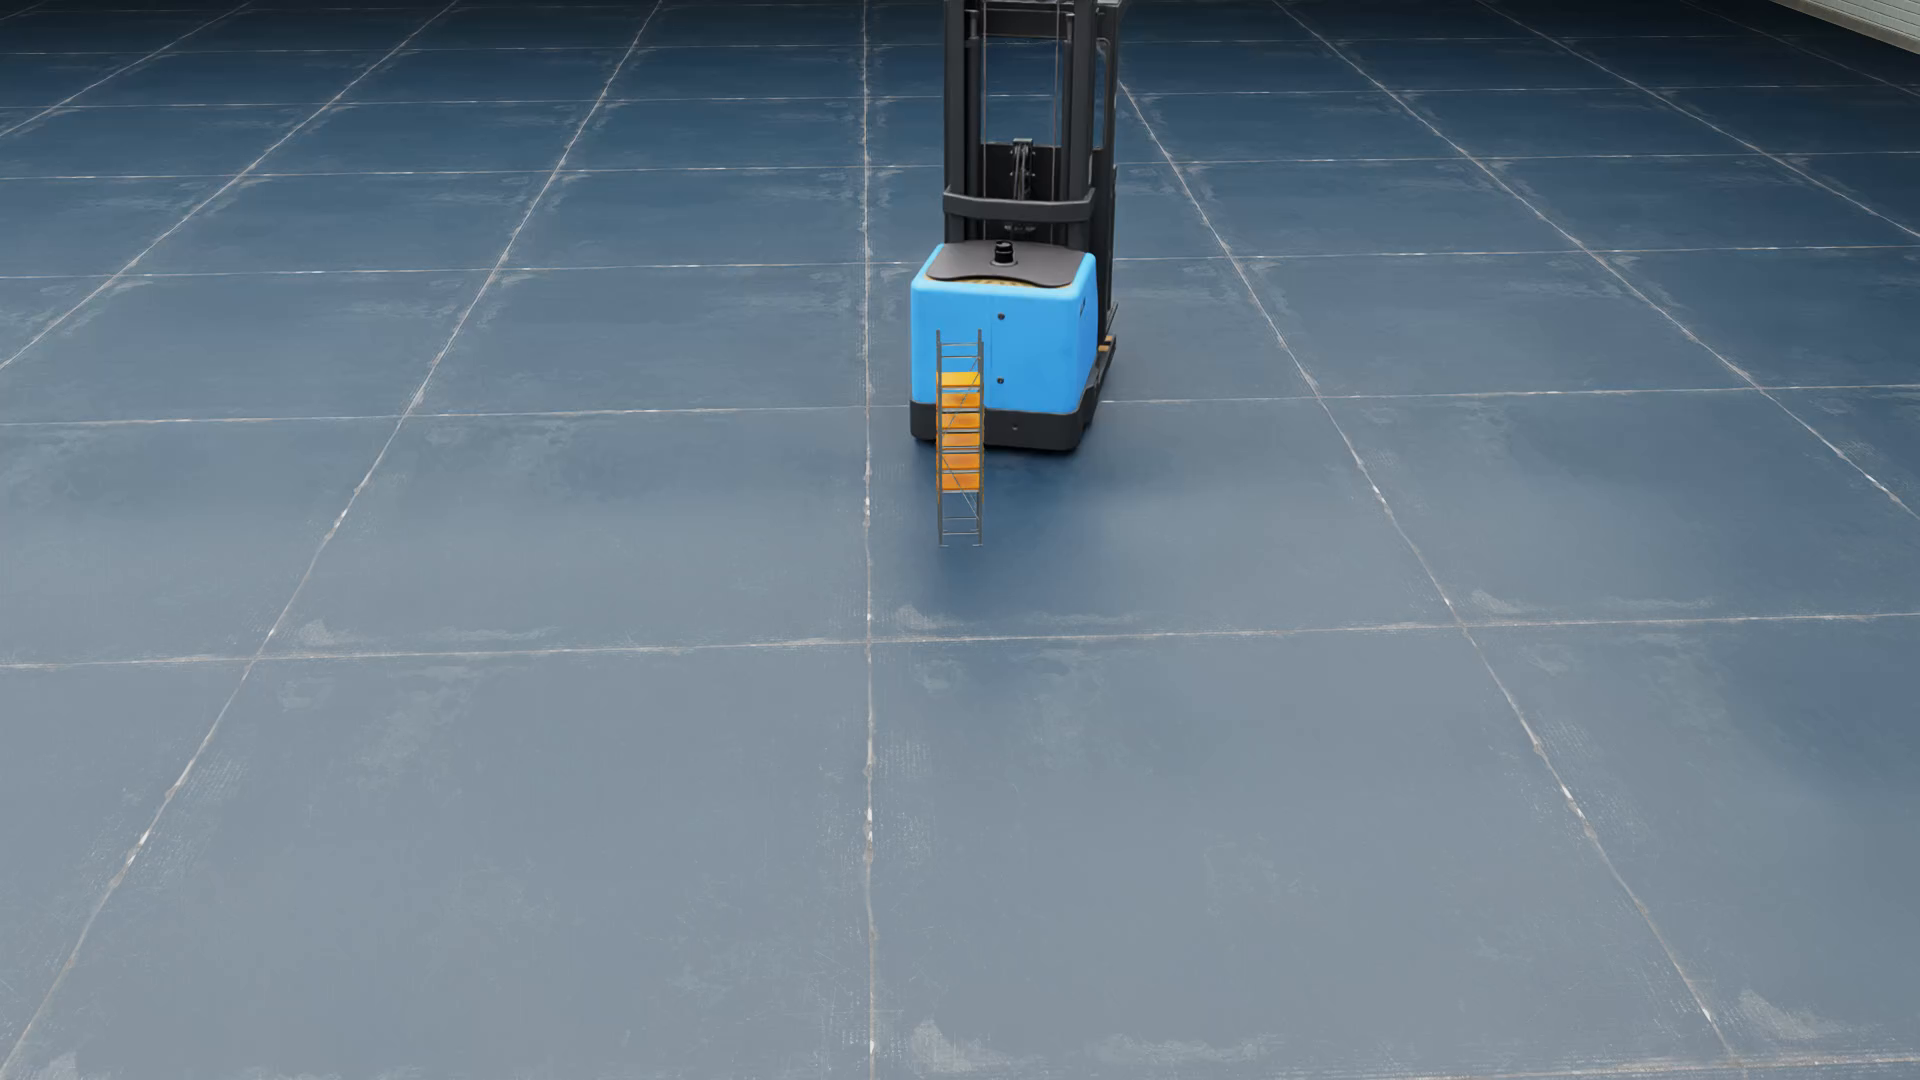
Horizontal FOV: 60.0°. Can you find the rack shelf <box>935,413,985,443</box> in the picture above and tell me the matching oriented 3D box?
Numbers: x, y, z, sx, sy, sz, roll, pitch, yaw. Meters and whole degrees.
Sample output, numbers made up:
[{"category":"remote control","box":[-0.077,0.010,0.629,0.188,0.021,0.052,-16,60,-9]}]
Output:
[{"category":"rack shelf","box":[-0.001,-0.606,8.950,0.258,0.103,0.180,-1,28,-3]}]

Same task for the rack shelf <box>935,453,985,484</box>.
[{"category":"rack shelf","box":[-0.001,-0.393,9.061,0.258,0.103,0.180,-1,28,-3]}]

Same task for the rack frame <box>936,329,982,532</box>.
[{"category":"rack frame","box":[-0.006,-0.581,9.066,0.240,1.200,0.006,-1,28,-3]}]

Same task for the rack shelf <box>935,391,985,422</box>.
[{"category":"rack shelf","box":[-0.001,-0.712,8.895,0.258,0.103,0.180,-1,28,-3]}]

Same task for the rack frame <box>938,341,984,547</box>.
[{"category":"rack frame","box":[0.004,-0.496,8.904,0.240,1.200,0.006,-1,28,-3]}]

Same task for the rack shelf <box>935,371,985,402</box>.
[{"category":"rack shelf","box":[-0.001,-0.818,8.839,0.258,0.103,0.180,-1,28,-3]}]

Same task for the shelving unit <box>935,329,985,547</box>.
[{"category":"shelving unit","box":[-0.001,-0.539,8.985,0.258,1.200,0.189,-1,28,-3]}]

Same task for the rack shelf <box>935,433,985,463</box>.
[{"category":"rack shelf","box":[-0.001,-0.499,9.006,0.258,0.103,0.180,-1,28,-3]}]

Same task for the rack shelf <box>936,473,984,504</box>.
[{"category":"rack shelf","box":[-0.001,-0.286,9.117,0.258,0.103,0.180,-1,28,-3]}]

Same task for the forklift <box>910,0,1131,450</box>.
[{"category":"forklift","box":[0.488,-2.507,10.887,1.130,2.935,3.031,5,28,10]}]
